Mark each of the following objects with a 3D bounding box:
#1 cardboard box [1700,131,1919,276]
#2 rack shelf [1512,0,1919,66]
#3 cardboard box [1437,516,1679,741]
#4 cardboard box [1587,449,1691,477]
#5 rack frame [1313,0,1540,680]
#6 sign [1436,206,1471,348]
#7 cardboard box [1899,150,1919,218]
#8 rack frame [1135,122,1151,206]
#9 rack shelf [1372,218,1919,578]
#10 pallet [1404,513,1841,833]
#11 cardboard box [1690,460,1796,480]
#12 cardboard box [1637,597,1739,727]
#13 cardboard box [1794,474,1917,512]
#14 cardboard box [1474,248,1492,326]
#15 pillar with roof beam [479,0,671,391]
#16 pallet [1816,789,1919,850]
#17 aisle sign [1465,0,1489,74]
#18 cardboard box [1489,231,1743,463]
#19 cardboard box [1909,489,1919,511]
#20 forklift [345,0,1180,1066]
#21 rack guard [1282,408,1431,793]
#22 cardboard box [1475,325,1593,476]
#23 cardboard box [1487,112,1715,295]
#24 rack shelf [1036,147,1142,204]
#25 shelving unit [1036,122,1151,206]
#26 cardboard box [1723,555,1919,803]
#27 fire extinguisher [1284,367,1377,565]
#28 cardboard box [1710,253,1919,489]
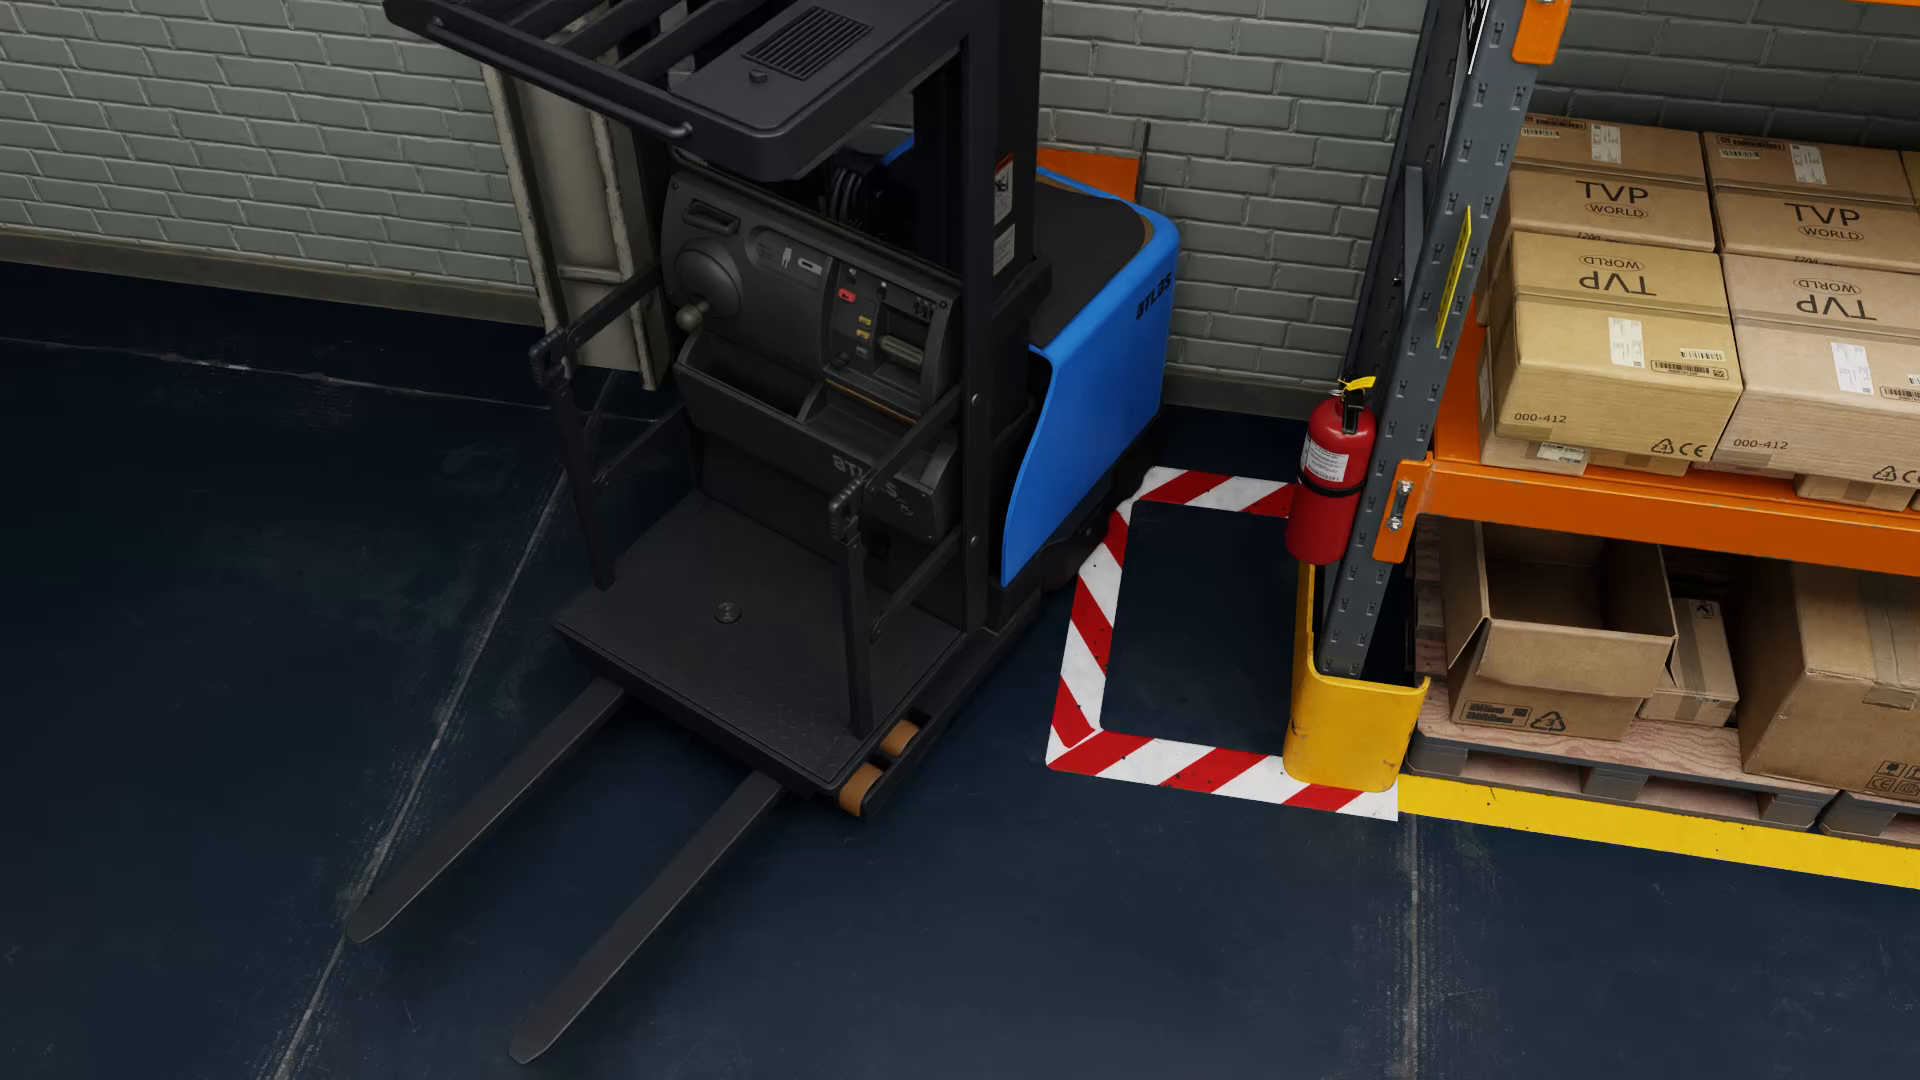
[{"bbox_3d":[2.191,-0.800,4.353,0.500,0.250,0.500,8,49,7],"label":"cardboard box"},{"bbox_3d":[3.152,-1.184,3.264,4.000,0.370,1.077,8,49,7],"label":"rack shelf"},{"bbox_3d":[1.769,0.158,4.987,0.637,0.503,0.797,6,48,5],"label":"cardboard box"},{"bbox_3d":[1.717,-0.358,4.224,0.250,0.149,0.380,9,49,8],"label":"cardboard box"},{"bbox_3d":[1.184,-0.686,4.350,0.127,3.000,1.000,8,49,7],"label":"rack frame"},{"bbox_3d":[1.087,-0.578,3.671,0.005,0.325,0.100,8,49,7],"label":"sign"},{"bbox_3d":[2.677,-0.731,4.291,0.500,0.250,0.500,9,49,8],"label":"cardboard box"},{"bbox_3d":[0.565,-0.854,5.716,0.015,1.200,0.240,8,48,4],"label":"rack frame"},{"bbox_3d":[3.152,-0.181,4.380,4.000,0.370,1.077,8,49,7],"label":"rack shelf"},{"bbox_3d":[2.043,0.361,5.284,1.213,0.211,1.003,8,49,7],"label":"pallet"},{"bbox_3d":[1.982,-0.349,4.216,0.250,0.149,0.380,7,48,6],"label":"cardboard box"},{"bbox_3d":[2.180,0.361,5.043,0.250,0.149,0.380,6,48,5],"label":"cardboard box"},{"bbox_3d":[2.220,-0.270,4.145,0.250,0.149,0.380,9,49,8],"label":"cardboard box"},{"bbox_3d":[1.558,-0.755,4.581,0.250,0.149,0.380,7,48,6],"label":"cardboard box"},{"bbox_3d":[-2.075,-0.557,0.200,0.400,9.000,9.100,8,49,7],"label":"pillar with roof beam"},{"bbox_3d":[3.240,0.524,5.138,1.213,0.211,1.003,8,49,7],"label":"pallet"},{"bbox_3d":[1.064,-1.349,3.198,0.004,0.787,0.394,8,49,7],"label":"aisle sign"},{"bbox_3d":[1.582,-0.478,4.064,0.500,0.250,0.500,8,49,7],"label":"cardboard box"},{"bbox_3d":[2.482,-0.239,4.117,0.250,0.149,0.380,8,49,7],"label":"cardboard box"},{"bbox_3d":[-0.538,-0.558,4.281,1.130,2.935,3.031,27,53,22],"label":"forklift"},{"bbox_3d":[1.259,0.159,5.271,0.348,0.500,1.175,8,49,7],"label":"rack guard"},{"bbox_3d":[1.459,-0.358,4.224,0.250,0.149,0.380,7,48,7],"label":"cardboard box"},{"bbox_3d":[1.684,-0.869,4.415,0.500,0.250,0.500,9,49,8],"label":"cardboard box"},{"bbox_3d":[0.341,-1.150,5.440,0.480,0.148,0.258,8,48,4],"label":"rack shelf"},{"bbox_3d":[0.324,-0.886,5.731,0.503,1.200,0.258,8,48,4],"label":"shelving unit"},{"bbox_3d":[2.603,0.301,4.861,0.500,0.500,0.700,9,49,8],"label":"cardboard box"},{"bbox_3d":[0.957,-0.217,4.231,0.183,0.674,0.296,8,49,7],"label":"fire extinguisher"},{"bbox_3d":[2.079,-0.412,4.004,0.500,0.250,0.500,8,49,7],"label":"cardboard box"}]
